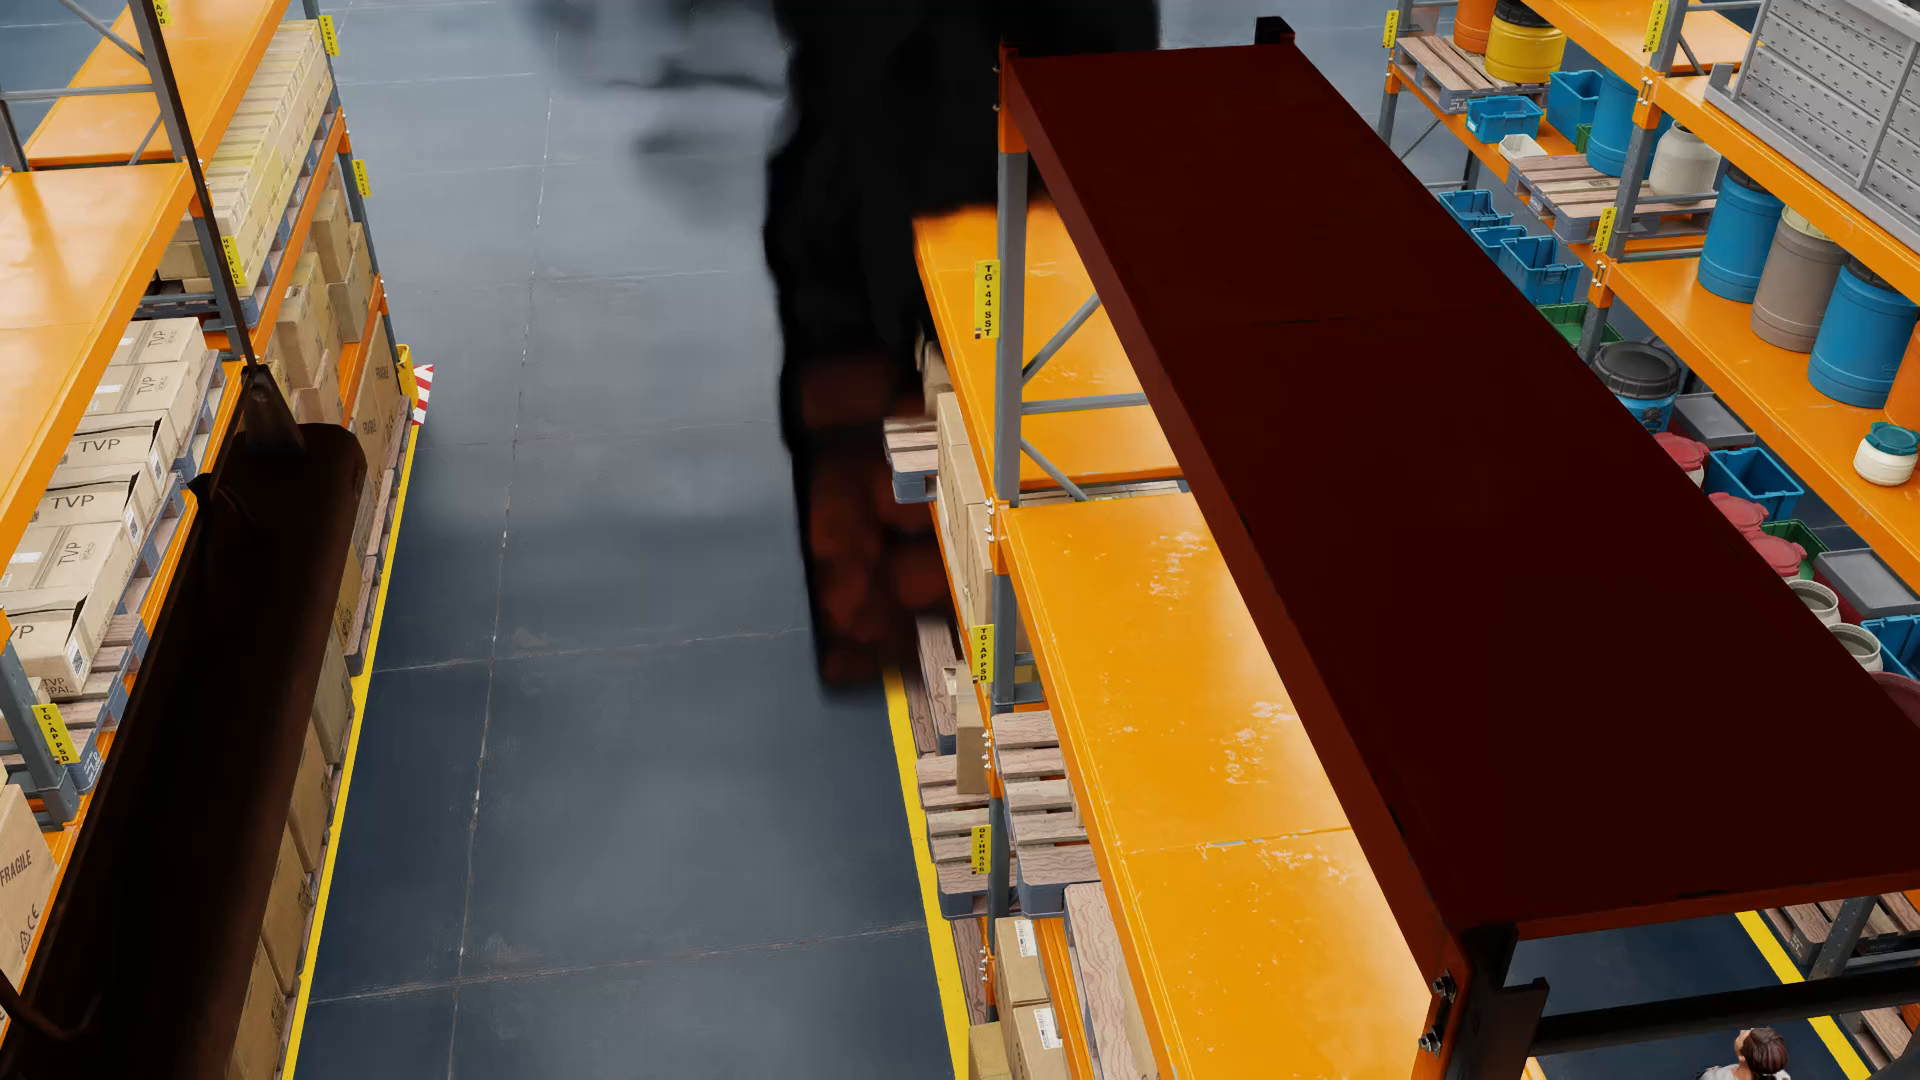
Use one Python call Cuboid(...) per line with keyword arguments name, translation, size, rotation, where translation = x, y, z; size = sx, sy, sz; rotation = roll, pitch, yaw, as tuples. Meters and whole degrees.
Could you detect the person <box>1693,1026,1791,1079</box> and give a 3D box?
Cuboid(name="person", translation=(3.497, 2.795, 7.790), size=(0.539, 1.648, 0.527), rotation=(-7, 37, -9))
